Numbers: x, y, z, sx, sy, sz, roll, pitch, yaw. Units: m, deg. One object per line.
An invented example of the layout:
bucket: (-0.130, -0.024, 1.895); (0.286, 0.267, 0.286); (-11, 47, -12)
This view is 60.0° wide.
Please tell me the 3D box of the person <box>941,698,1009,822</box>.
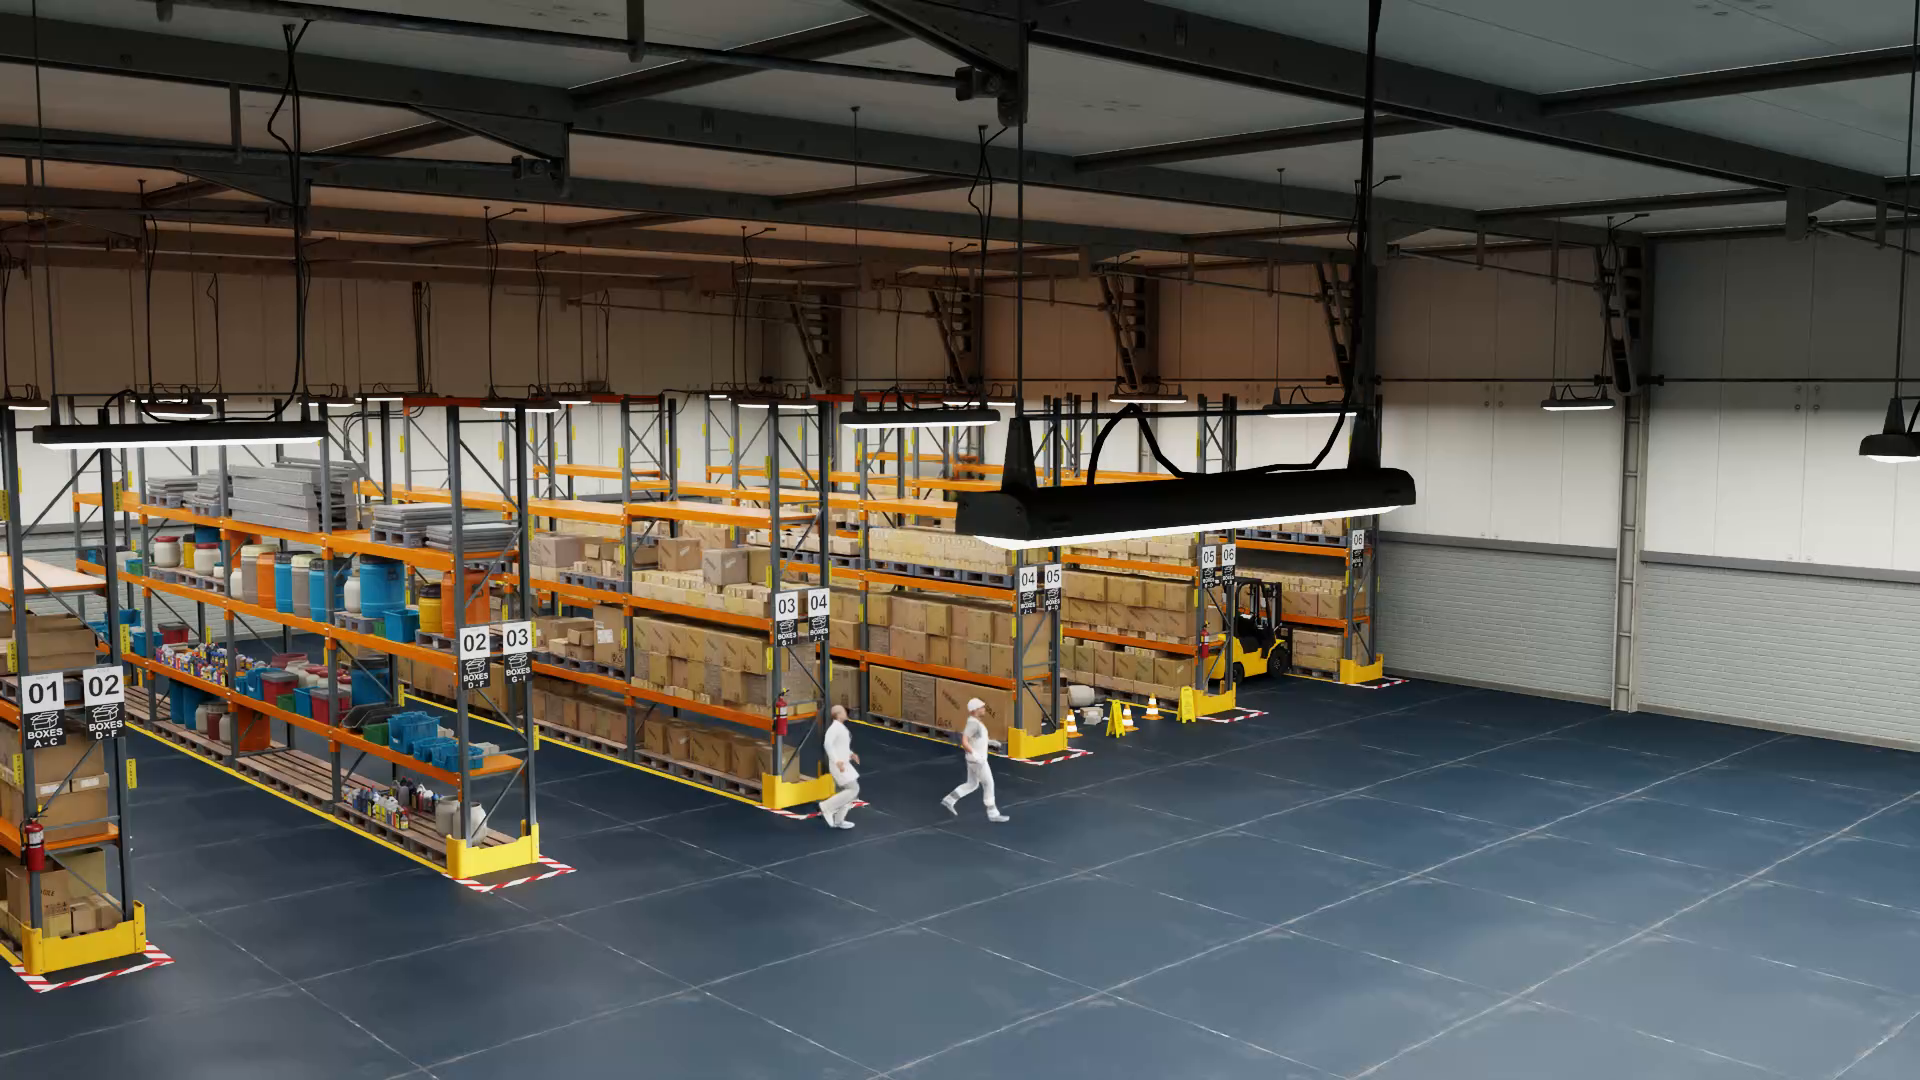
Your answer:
person: (0.216, 3.134, 23.707); (0.977, 1.768, 0.678); (0, 6, -3)

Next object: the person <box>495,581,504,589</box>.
person: (-10.654, 1.768, 38.301); (0.737, 1.740, 0.908); (-1, 6, -14)

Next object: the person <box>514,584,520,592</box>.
person: (-10.098, 1.815, 37.623); (0.706, 1.784, 0.895); (-4, 7, -39)

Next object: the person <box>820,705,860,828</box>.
person: (-1.709, 3.242, 23.584); (0.579, 1.628, 0.738); (-1, 6, -6)
